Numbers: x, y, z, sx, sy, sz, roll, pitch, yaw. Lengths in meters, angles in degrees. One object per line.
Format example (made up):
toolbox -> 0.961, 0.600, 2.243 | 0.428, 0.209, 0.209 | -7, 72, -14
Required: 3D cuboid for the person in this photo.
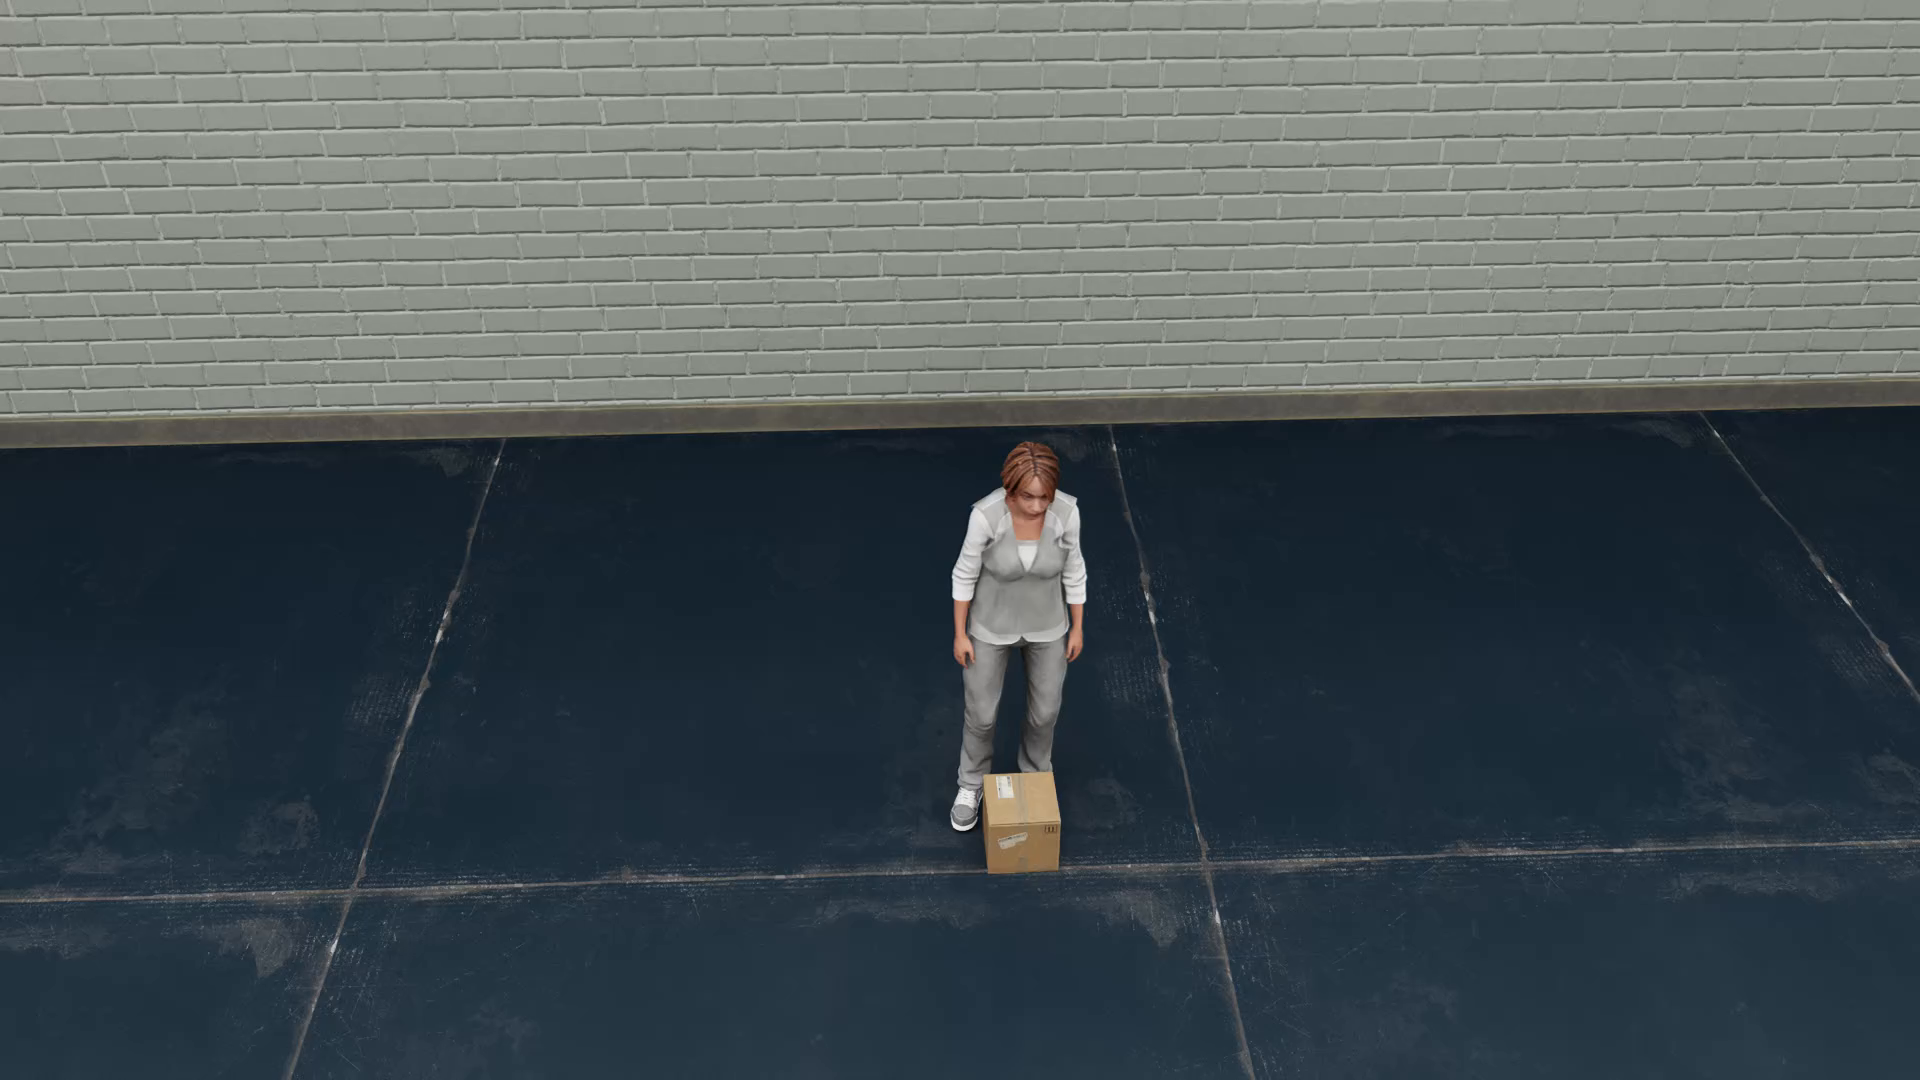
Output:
person -> 0.196, 0.322, 5.710 | 0.478, 1.591, 0.345 | -4, 36, -5
